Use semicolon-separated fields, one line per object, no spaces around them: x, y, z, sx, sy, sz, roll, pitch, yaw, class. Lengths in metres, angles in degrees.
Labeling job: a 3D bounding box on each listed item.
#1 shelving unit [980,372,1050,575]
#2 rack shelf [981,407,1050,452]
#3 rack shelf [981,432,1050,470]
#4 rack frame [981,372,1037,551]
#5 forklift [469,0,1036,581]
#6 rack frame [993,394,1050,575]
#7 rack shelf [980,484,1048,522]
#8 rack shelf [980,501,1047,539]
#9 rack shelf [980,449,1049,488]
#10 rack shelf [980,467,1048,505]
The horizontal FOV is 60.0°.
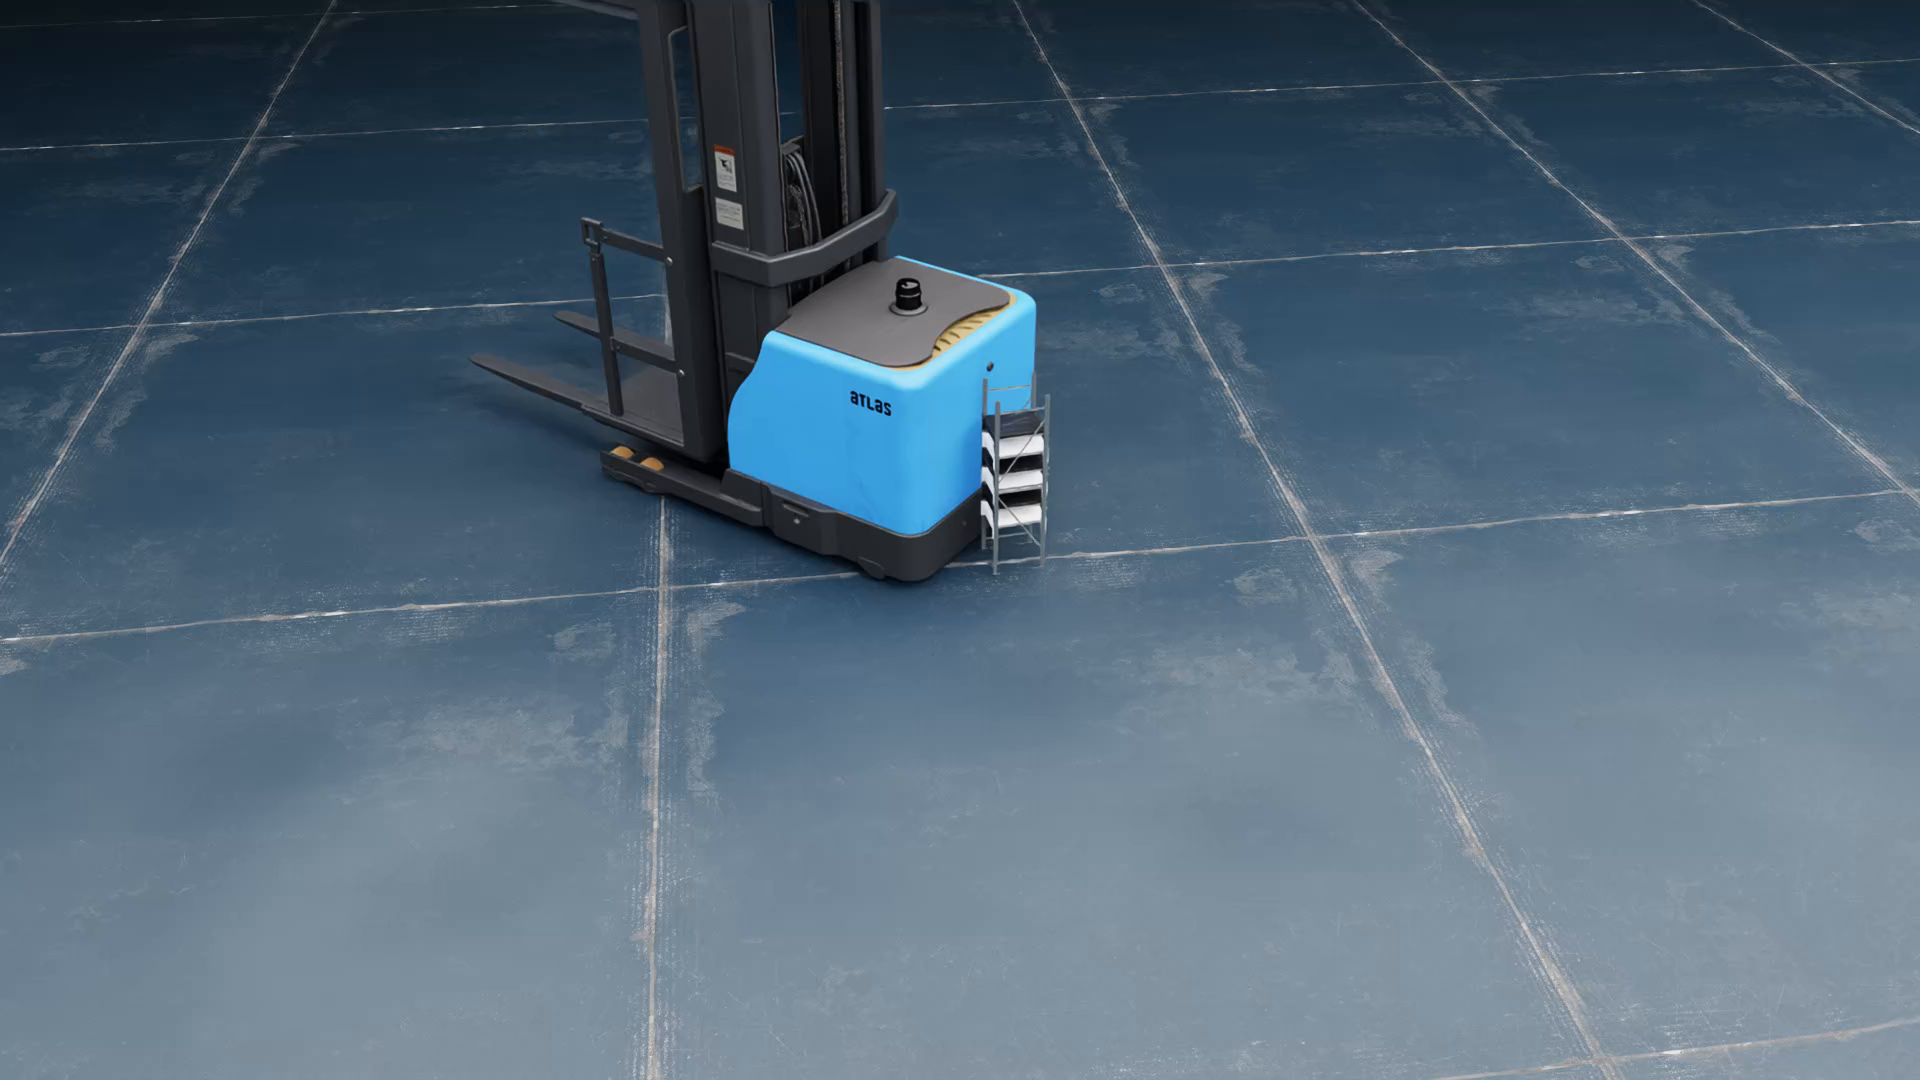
0.240;-0.285;7.369;0.258;0.900;0.210;-8;35;-12;shelving unit
0.240;-0.481;7.236;0.258;0.077;0.200;-8;35;-12;rack shelf
0.240;-0.406;7.286;0.258;0.077;0.200;-8;35;-12;rack shelf
0.215;-0.341;7.451;0.240;0.900;0.006;-8;35;-12;rack frame
-1.150;-1.666;7.592;3.031;2.935;1.130;21;39;28;forklift
0.265;-0.230;7.288;0.240;0.900;0.006;-8;35;-12;rack frame
0.240;-0.183;7.439;0.258;0.077;0.200;-8;35;-12;rack shelf
0.240;-0.109;7.489;0.258;0.077;0.200;-8;35;-12;rack shelf
0.240;-0.332;7.337;0.258;0.077;0.200;-8;35;-12;rack shelf
0.240;-0.258;7.388;0.258;0.077;0.200;-8;35;-12;rack shelf
